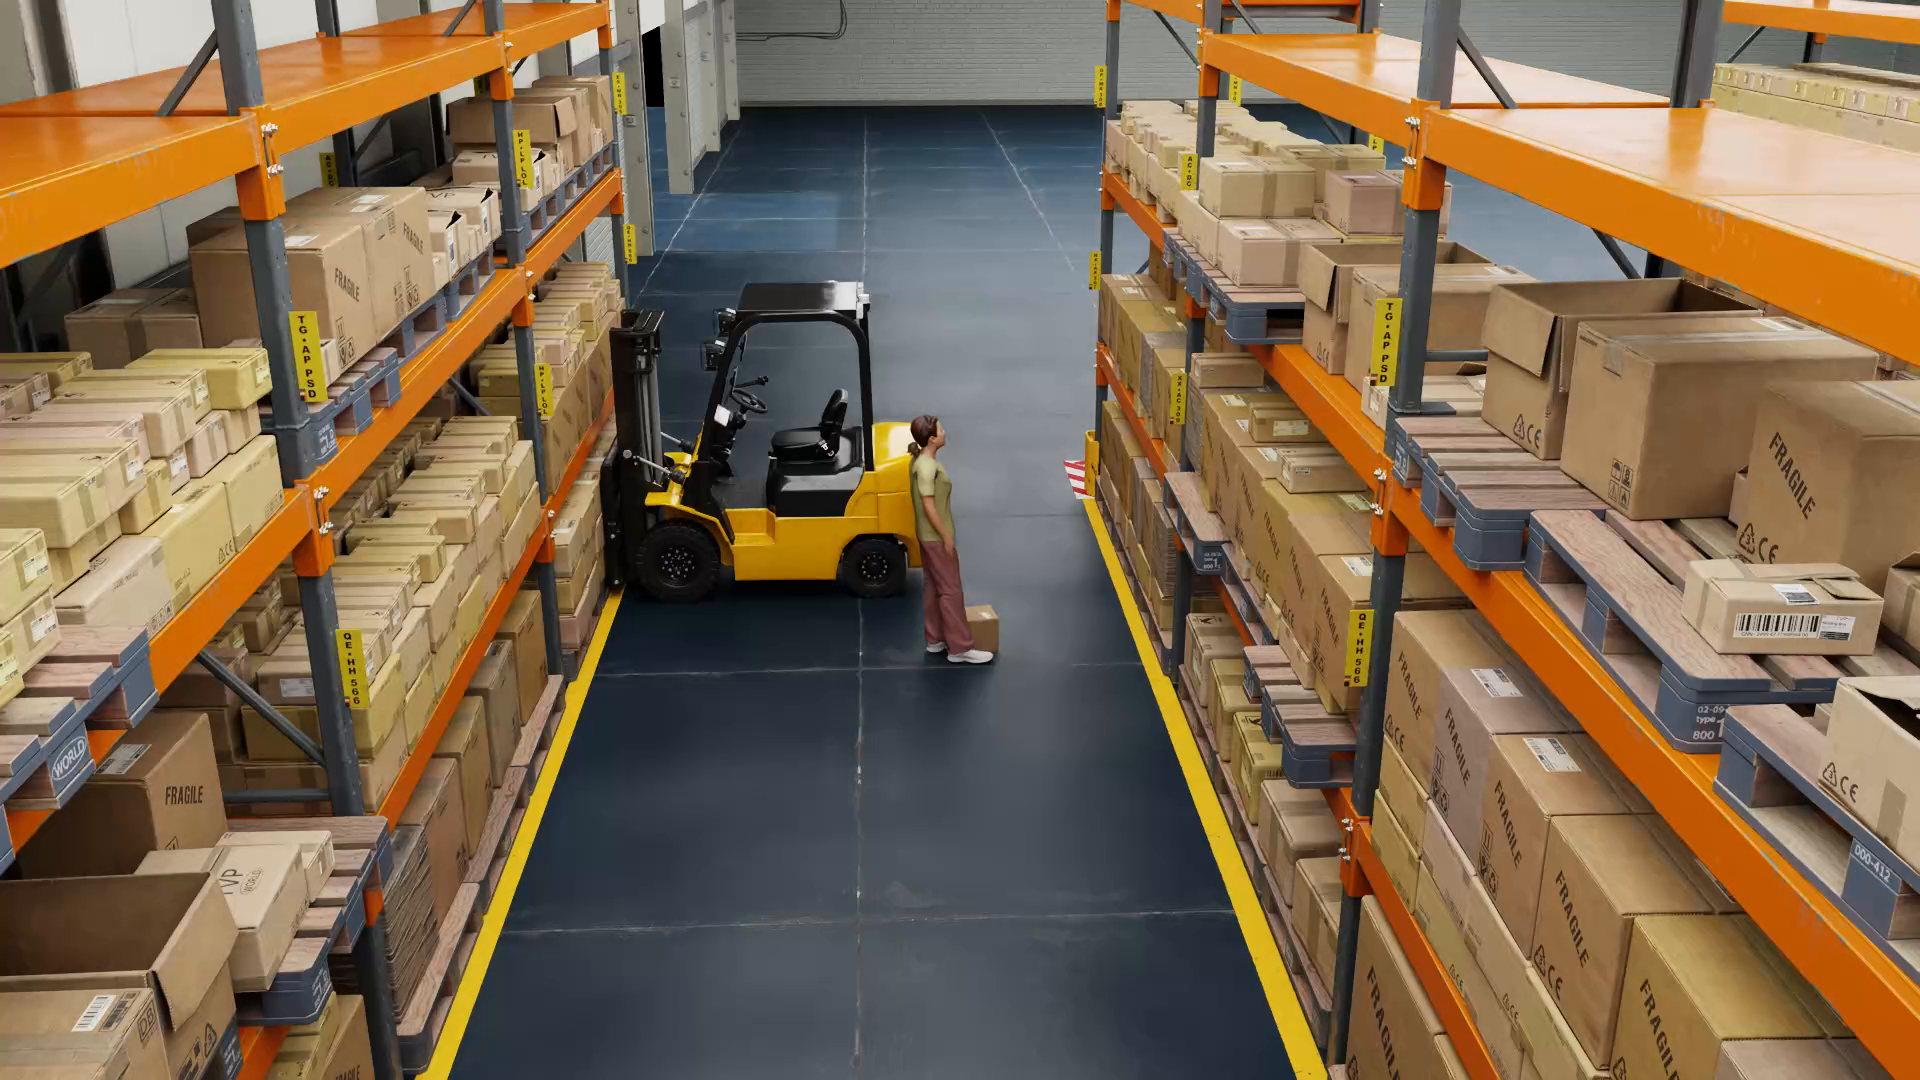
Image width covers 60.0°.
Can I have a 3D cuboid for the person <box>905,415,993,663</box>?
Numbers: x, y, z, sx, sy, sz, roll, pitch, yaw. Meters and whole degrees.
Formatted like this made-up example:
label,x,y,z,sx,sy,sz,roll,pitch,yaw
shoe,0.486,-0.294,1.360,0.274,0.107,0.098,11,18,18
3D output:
label,x,y,z,sx,sy,sz,roll,pitch,yaw
person,-0.089,-0.029,11.132,0.549,1.674,0.551,-4,21,-10
